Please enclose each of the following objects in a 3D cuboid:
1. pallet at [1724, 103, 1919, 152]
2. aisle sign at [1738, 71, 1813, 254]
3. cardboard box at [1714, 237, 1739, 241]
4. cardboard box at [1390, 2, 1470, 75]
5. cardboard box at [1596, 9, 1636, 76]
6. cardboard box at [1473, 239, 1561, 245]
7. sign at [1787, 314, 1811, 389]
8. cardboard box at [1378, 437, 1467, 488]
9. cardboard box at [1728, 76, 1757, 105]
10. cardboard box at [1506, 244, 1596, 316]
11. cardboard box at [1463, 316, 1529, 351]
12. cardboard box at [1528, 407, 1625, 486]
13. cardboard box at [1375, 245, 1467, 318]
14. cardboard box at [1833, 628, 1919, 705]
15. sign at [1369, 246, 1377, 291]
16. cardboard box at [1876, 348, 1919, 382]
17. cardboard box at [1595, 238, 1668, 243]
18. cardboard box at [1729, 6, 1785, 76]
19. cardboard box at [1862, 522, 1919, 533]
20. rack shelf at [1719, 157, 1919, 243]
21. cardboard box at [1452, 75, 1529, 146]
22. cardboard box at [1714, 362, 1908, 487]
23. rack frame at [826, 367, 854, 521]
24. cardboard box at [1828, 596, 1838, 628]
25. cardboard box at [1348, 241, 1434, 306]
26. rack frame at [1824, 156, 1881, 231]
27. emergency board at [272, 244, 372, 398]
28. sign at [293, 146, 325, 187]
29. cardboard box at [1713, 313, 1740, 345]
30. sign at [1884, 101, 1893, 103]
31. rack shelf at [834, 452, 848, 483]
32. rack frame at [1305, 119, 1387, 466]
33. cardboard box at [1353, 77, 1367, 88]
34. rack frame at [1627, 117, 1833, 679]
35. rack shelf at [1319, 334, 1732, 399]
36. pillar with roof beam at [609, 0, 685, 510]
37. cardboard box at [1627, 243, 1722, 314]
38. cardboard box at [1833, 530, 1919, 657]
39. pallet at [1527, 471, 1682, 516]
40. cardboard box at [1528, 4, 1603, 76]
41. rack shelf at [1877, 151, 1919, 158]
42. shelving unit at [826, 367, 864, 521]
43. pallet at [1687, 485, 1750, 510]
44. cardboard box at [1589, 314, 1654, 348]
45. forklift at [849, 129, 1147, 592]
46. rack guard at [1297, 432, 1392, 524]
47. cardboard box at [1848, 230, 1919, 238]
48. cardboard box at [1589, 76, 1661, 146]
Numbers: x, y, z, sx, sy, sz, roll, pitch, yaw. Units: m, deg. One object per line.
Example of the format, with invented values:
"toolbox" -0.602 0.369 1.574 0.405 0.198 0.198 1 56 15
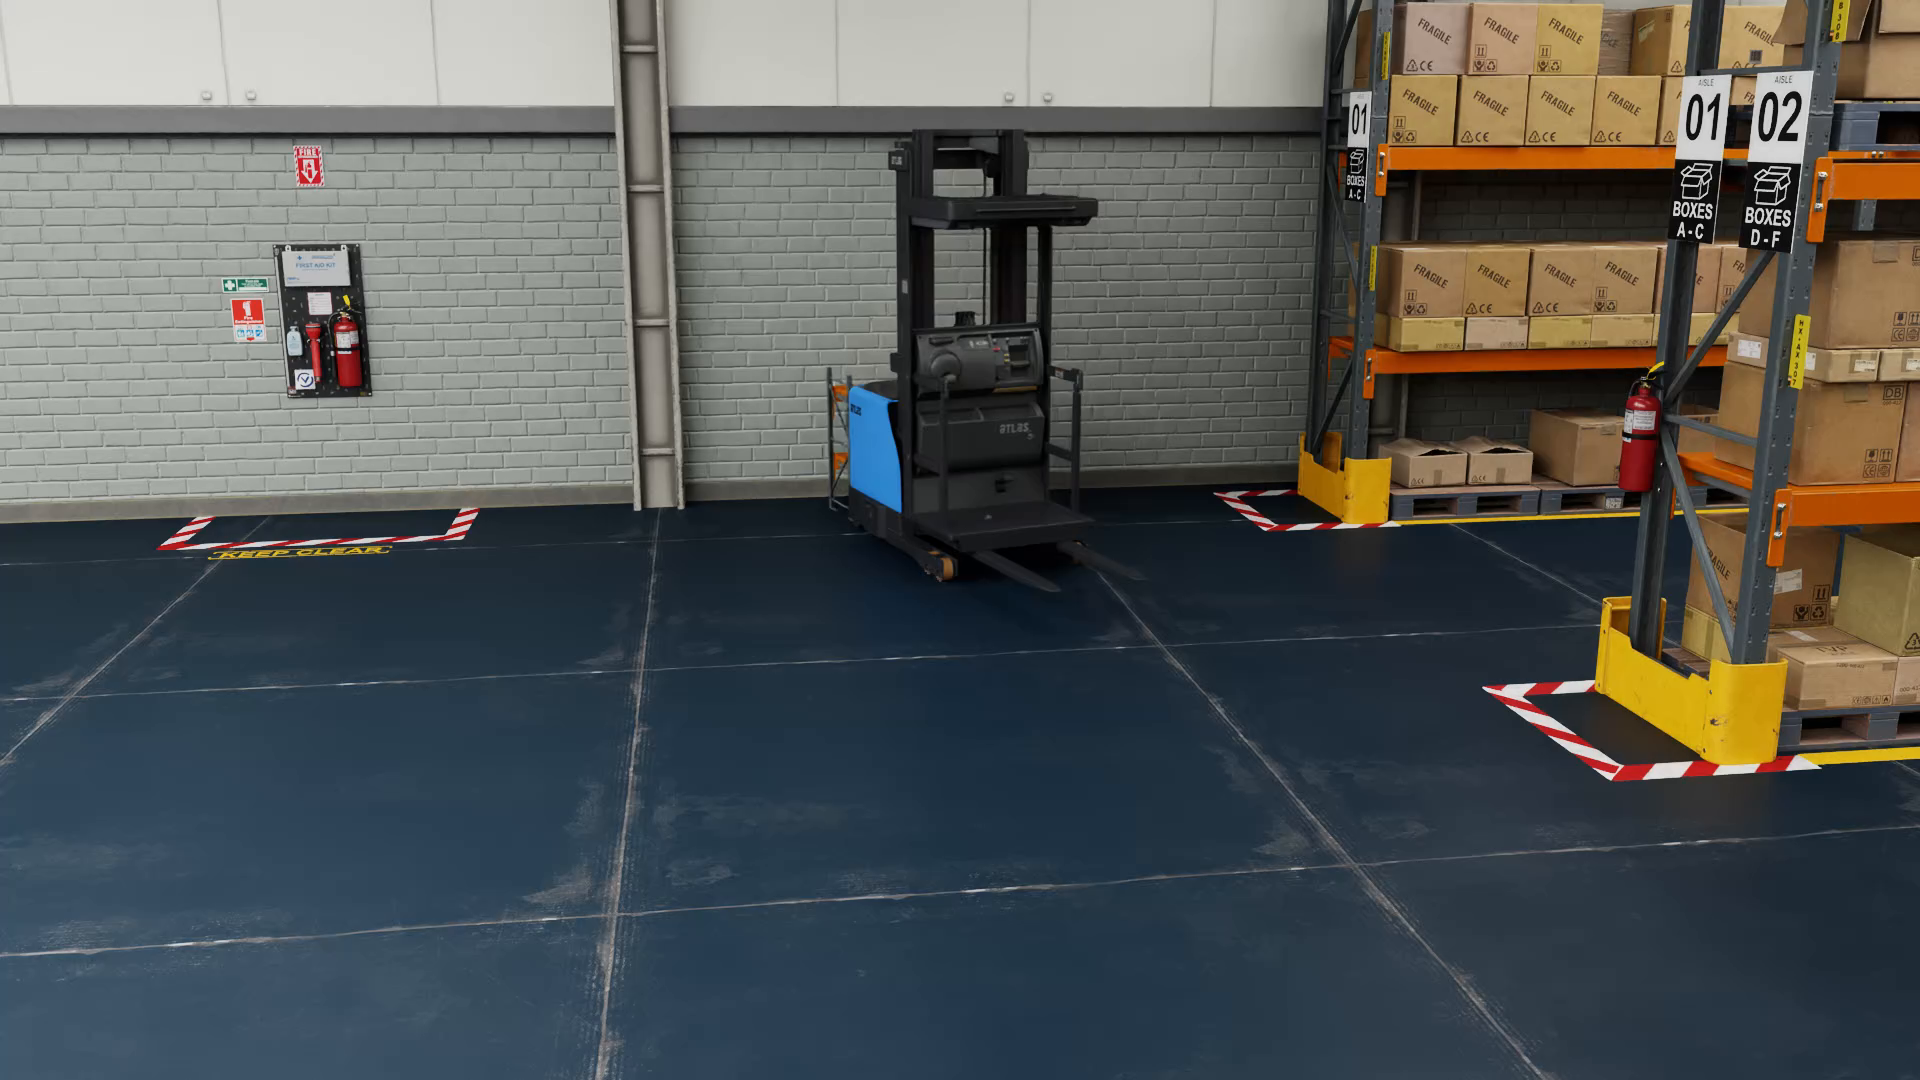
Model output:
"pallet" 4.410 -1.956 7.872 1.213 0.211 1.003 -2 14 -8
"aisle sign" 3.688 -1.710 7.529 0.004 0.787 0.394 -2 14 -8
"cardboard box" 6.425 -2.195 13.535 0.500 0.500 0.500 -2 14 -10
"cardboard box" 3.383 -3.670 12.221 0.500 0.500 0.500 -3 14 -12
"cardboard box" 4.880 -3.844 12.916 0.500 0.500 0.500 -2 14 -8
"cardboard box" 4.410 -2.121 13.238 0.500 0.500 0.500 -2 14 -10
"sign" 3.784 -0.850 7.501 0.005 0.325 0.100 -2 14 -8
"cardboard box" 3.663 -0.629 13.187 0.500 0.311 0.500 -4 15 -15
"cardboard box" 5.956 -3.282 12.727 0.500 0.500 0.500 -3 14 -13
"cardboard box" 4.484 -1.995 12.735 0.500 0.500 0.500 -3 14 -10
"cardboard box" 4.007 -1.617 12.770 0.500 0.250 0.500 -3 14 -10
"cardboard box" 4.960 -0.756 13.304 0.500 0.500 0.700 -3 14 -12
"cardboard box" 3.482 -1.962 12.605 0.500 0.500 0.500 -2 14 -8
"cardboard box" 4.764 0.620 8.372 0.500 0.250 0.500 -2 14 -8
"sign" 3.046 -2.006 12.274 0.005 0.325 0.100 -2 14 -8
"cardboard box" 4.388 -0.861 7.949 0.250 0.149 0.380 -2 14 -10
"cardboard box" 5.419 -2.161 13.397 0.500 0.500 0.500 -2 14 -7
"cardboard box" 5.922 -3.754 12.554 0.500 0.500 0.500 -1 14 -5
"cardboard box" 5.180 0.110 8.863 0.500 0.500 0.500 -2 14 -8
"rack shelf" 5.685 -1.703 8.161 4.000 0.370 1.077 -2 14 -8
"cardboard box" 3.870 -3.192 12.372 0.500 0.500 0.500 -1 14 -5
"cardboard box" 4.171 -0.587 8.192 0.500 0.500 0.700 -2 14 -8
"rack frame" -0.928 -0.749 12.891 0.032 1.125 0.500 -6 15 -23
"cardboard box" 4.686 0.493 8.877 0.500 0.250 0.500 -2 14 -8
"cardboard box" 3.400 -2.085 13.096 0.500 0.500 0.500 -2 14 -9
"rack frame" 6.921 -1.861 13.478 0.127 3.000 1.000 -2 14 -8
"emergency board" -4.854 -1.652 12.643 0.643 1.169 0.194 -2 14 -8
"sign" -4.876 -2.800 12.455 0.199 0.298 0.001 -2 14 -8
"cardboard box" 6.004 -1.692 13.070 0.500 0.250 0.500 -2 14 -8
"sign" 7.009 -3.437 12.531 0.005 0.325 0.100 -2 14 -8
"rack shelf" -0.462 -0.561 13.148 1.000 0.278 0.538 -6 15 -23
"rack frame" 2.965 -1.716 12.900 0.127 3.000 1.000 -2 14 -8
"cardboard box" 3.340 -3.306 12.823 0.500 0.500 0.500 -1 14 -4
"rack frame" 3.707 -0.525 8.149 0.127 3.000 1.000 -2 14 -8
"rack shelf" 4.943 -1.440 13.276 4.000 0.370 1.077 -2 14 -8
"pillar with roof beam" -1.763 -3.607 8.105 0.400 9.000 9.100 -2 14 -8
"cardboard box" 5.507 -2.035 12.897 0.500 0.500 0.500 -3 14 -10
"cardboard box" 4.765 0.257 8.279 0.500 0.500 0.500 -2 14 -8
"pallet" 5.053 -0.431 13.506 1.213 0.211 1.003 -2 14 -8
"cardboard box" 4.391 -3.697 12.330 0.500 0.500 0.500 -2 14 -7
"rack shelf" 8.899 -3.040 13.489 4.000 0.370 1.077 -2 14 -8
"shelving unit" -0.462 -0.798 13.089 1.048 1.125 0.538 -6 15 -23
"pallet" 6.262 -0.476 13.686 1.213 0.211 1.003 -2 14 -8
"cardboard box" 5.011 -1.652 12.909 0.500 0.250 0.500 -2 14 -8
"forklift" 0.231 -1.262 11.227 1.130 2.935 3.031 -6 15 -24
"rack guard" 3.041 -0.507 13.215 0.348 0.500 1.175 -2 14 -8
"cardboard box" 4.742 -1.239 8.123 0.500 0.500 0.700 -2 14 -10
"cardboard box" 4.909 -3.237 12.549 0.500 0.500 0.500 -1 14 -5
